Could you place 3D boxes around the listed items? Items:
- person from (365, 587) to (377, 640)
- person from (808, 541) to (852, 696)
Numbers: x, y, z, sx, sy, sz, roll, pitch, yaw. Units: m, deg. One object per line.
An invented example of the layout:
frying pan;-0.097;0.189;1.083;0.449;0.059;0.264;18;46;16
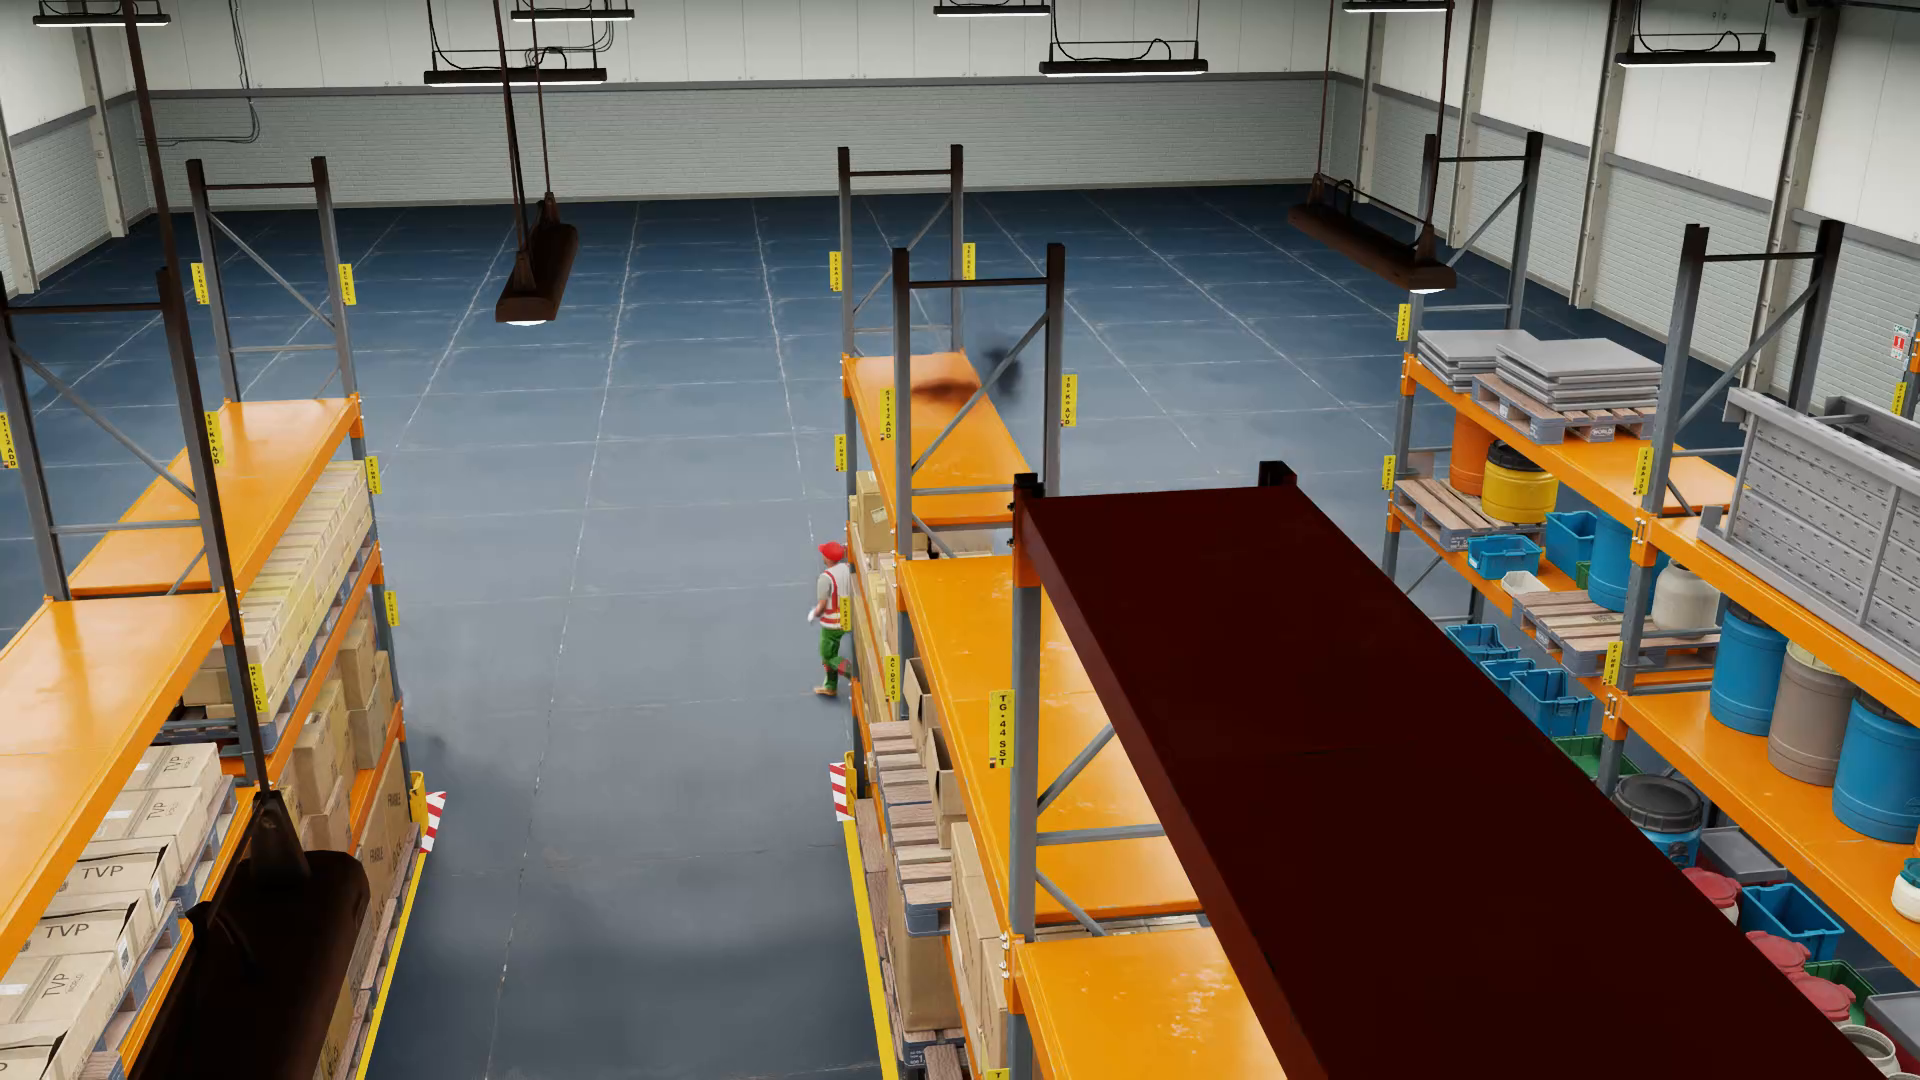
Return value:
person;-6.182;1.010;16.905;0.636;1.644;0.580;19;28;39
person;-1.214;0.856;17.119;0.809;1.760;0.646;14;25;31
